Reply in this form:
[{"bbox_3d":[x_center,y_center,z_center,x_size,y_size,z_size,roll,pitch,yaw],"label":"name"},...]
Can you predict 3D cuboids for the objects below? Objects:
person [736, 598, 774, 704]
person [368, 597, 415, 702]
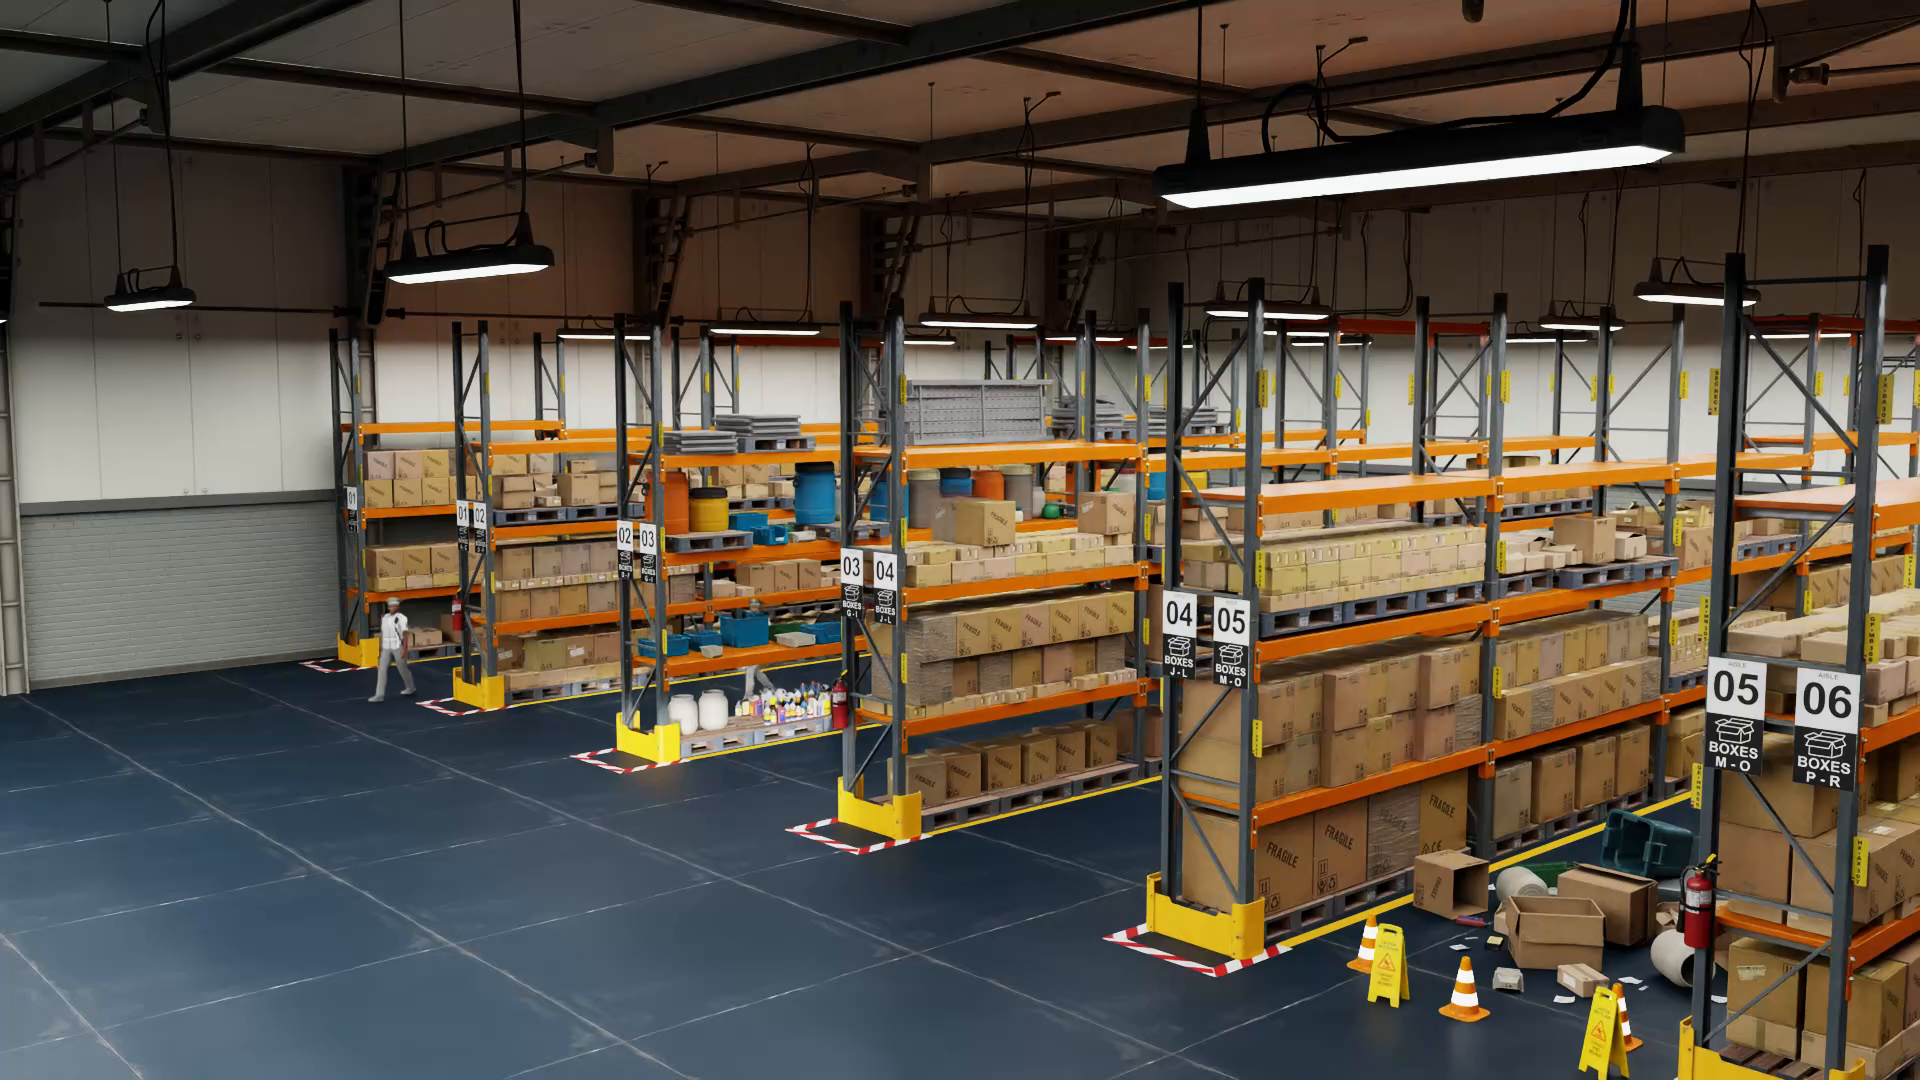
[{"bbox_3d":[-3.260,1.730,26.251,0.433,1.641,0.955,4,7,38],"label":"person"},{"bbox_3d":[-9.020,1.720,26.440,0.520,1.638,0.972,1,6,14],"label":"person"}]
